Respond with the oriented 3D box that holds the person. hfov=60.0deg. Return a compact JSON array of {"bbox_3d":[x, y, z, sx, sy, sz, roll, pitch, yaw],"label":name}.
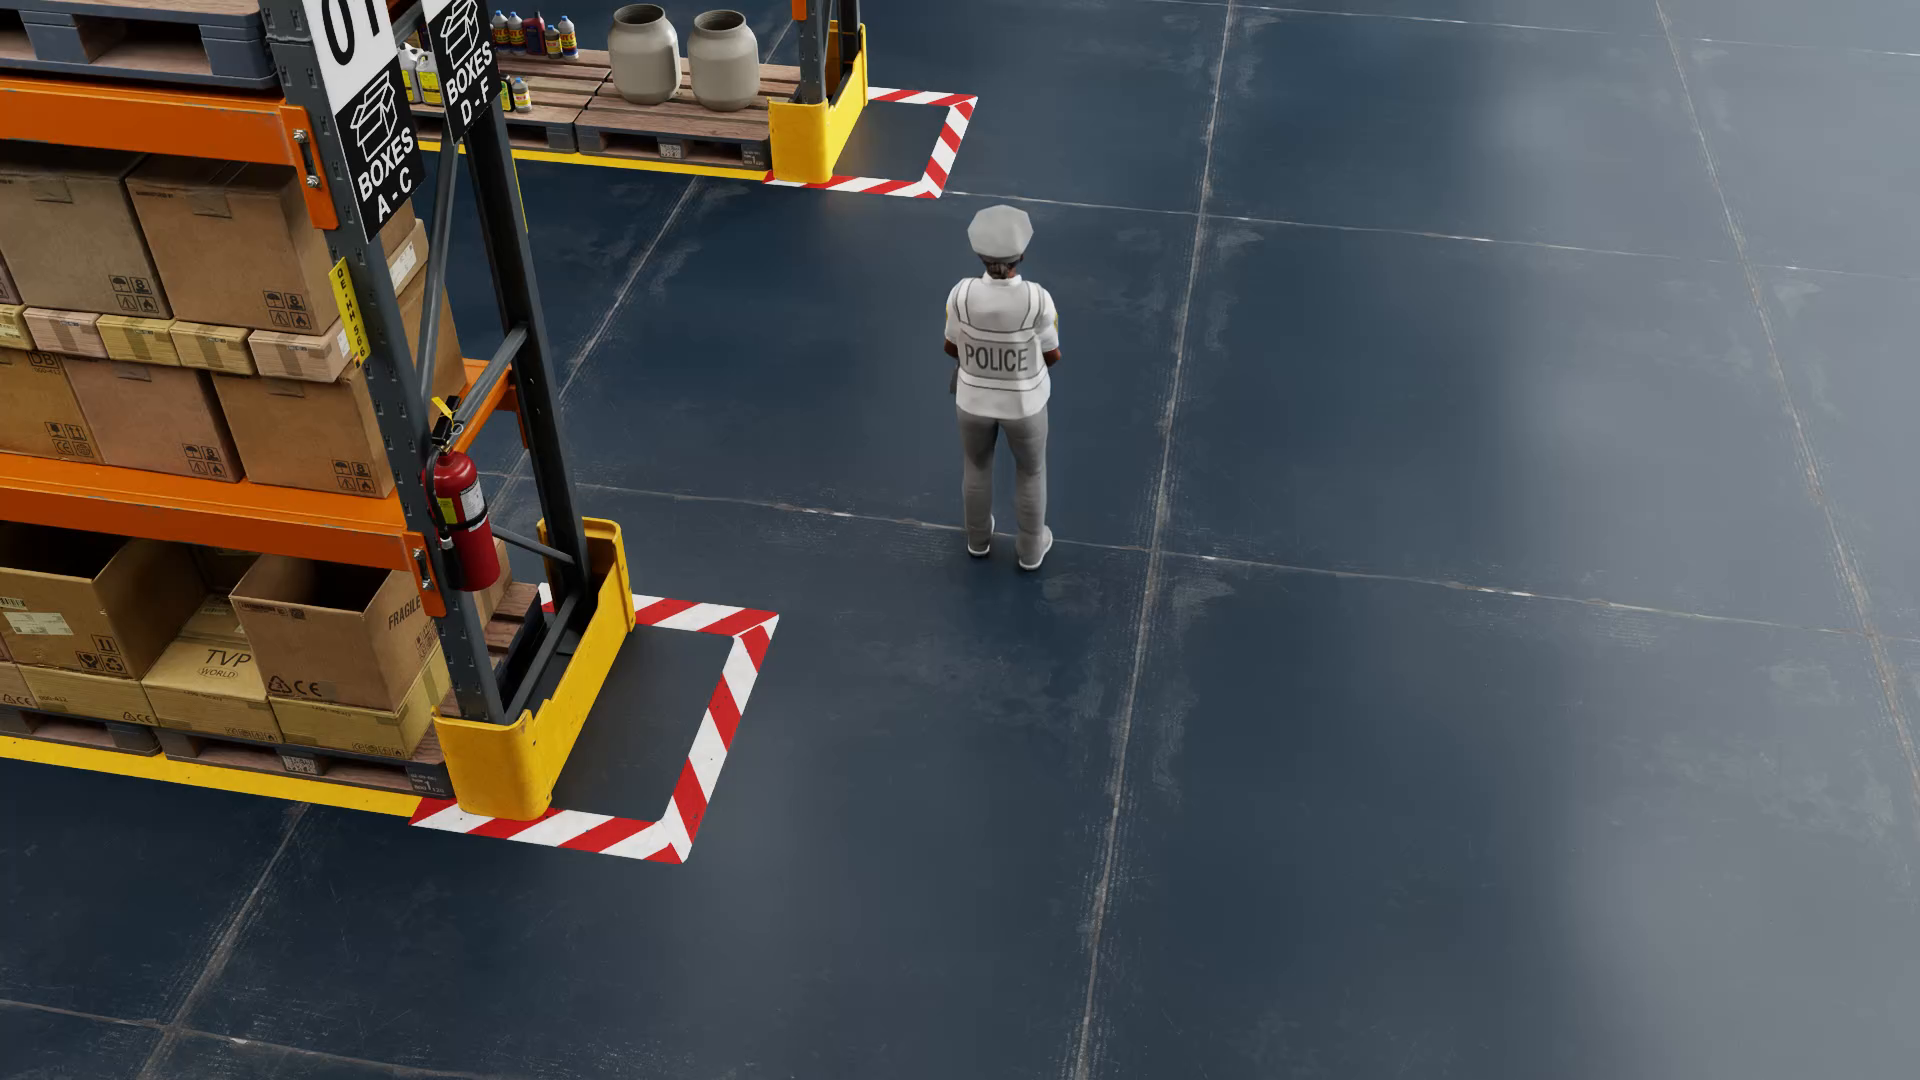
[{"bbox_3d":[0.176,-0.617,6.850,0.474,1.689,0.465,6,41,7],"label":"person"}]
